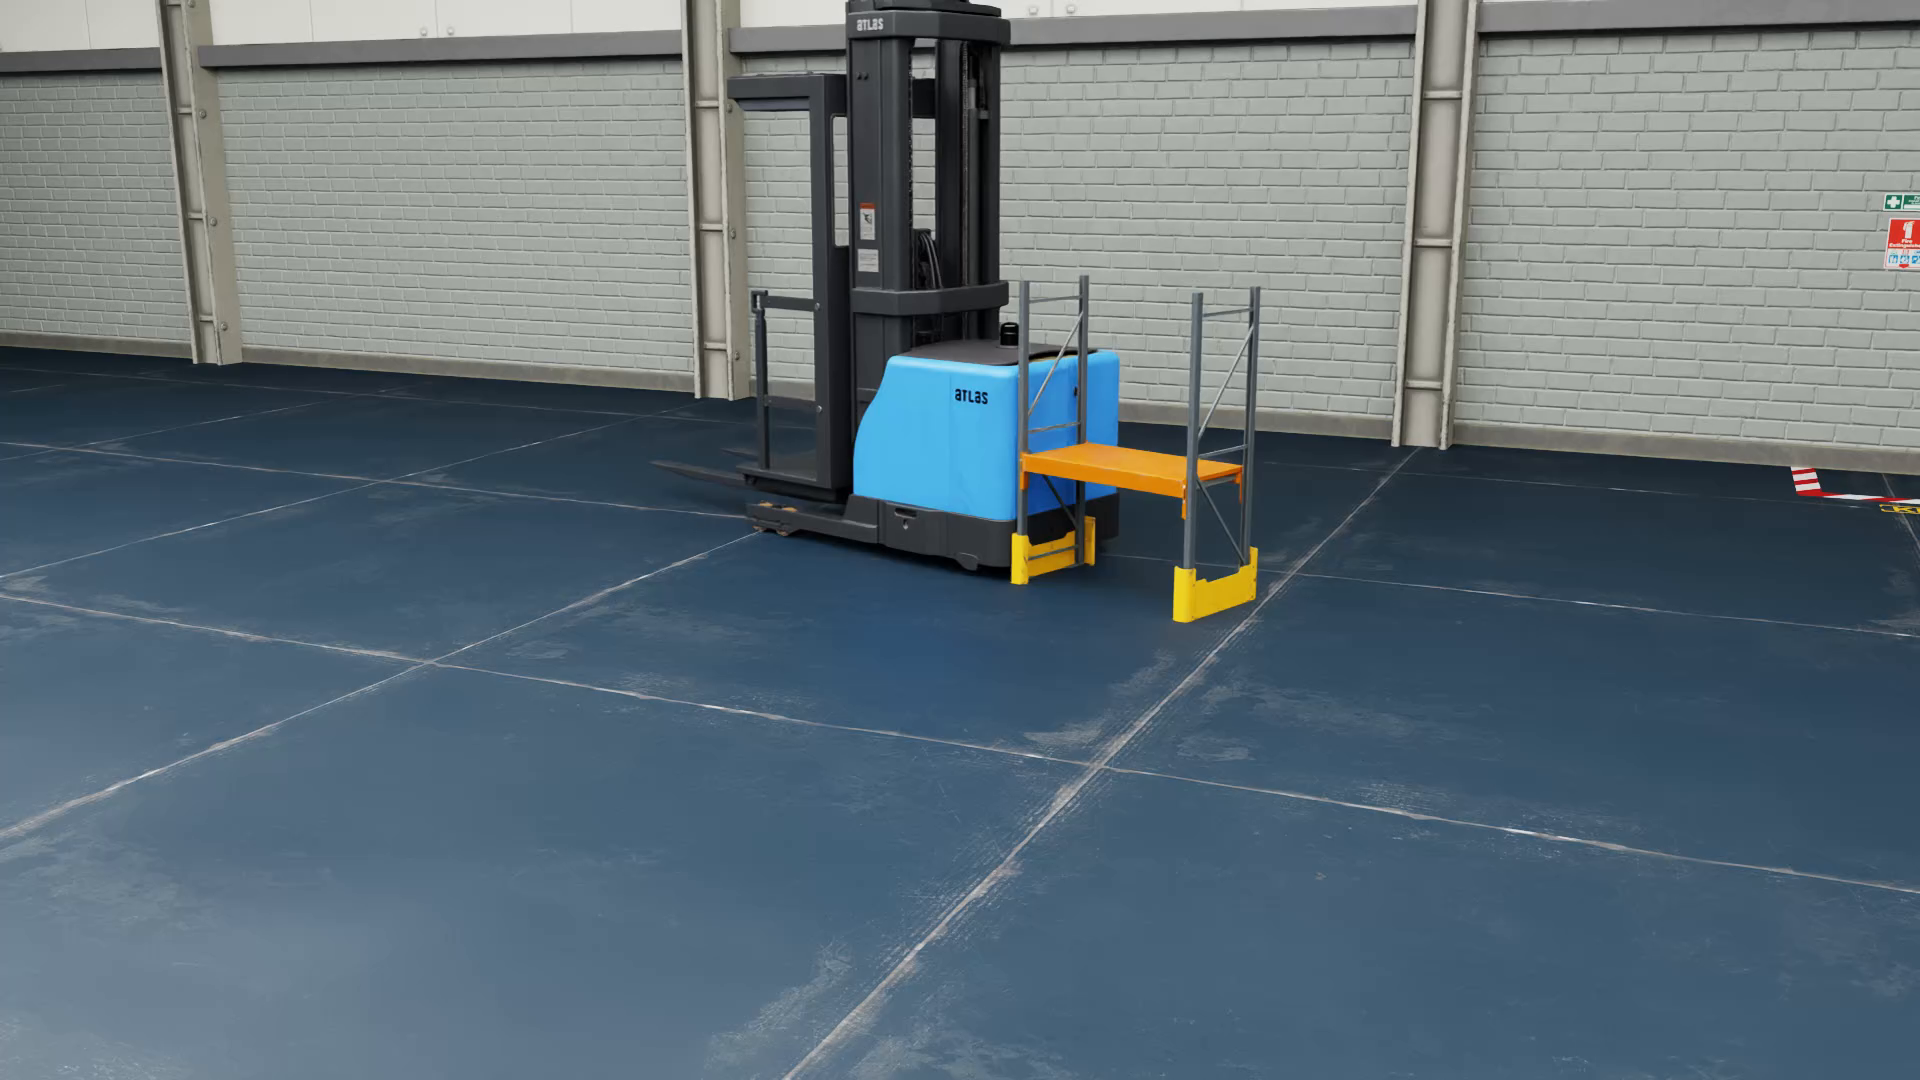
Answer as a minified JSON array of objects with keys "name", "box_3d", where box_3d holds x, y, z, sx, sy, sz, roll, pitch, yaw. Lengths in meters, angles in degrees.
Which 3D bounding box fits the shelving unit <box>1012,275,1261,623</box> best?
[{"name":"shelving unit","box_3d":[0.844,-0.481,8.021,1.083,1.500,0.587,12,18,42]}]

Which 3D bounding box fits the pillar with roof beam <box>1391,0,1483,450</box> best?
[{"name":"pillar with roof beam","box_3d":[1.660,-4.185,7.392,0.400,9.000,9.100,6,14,23]}]

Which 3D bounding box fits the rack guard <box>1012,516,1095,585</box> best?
[{"name":"rack guard","box_3d":[0.482,0.050,8.496,0.087,0.250,0.587,12,18,42]}]

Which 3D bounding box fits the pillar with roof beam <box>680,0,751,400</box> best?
[{"name":"pillar with roof beam","box_3d":[-3.826,-4.740,9.758,0.400,9.000,9.100,6,14,23]}]

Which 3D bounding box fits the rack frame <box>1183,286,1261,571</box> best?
[{"name":"rack frame","box_3d":[1.208,-0.403,7.688,0.032,1.500,0.500,12,18,42]}]

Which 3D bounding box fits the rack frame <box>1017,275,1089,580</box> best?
[{"name":"rack frame","box_3d":[0.468,-0.562,8.366,0.032,1.500,0.500,12,18,42]}]

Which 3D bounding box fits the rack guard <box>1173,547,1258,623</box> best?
[{"name":"rack guard","box_3d":[1.207,0.206,7.831,0.087,0.250,0.587,12,18,42]}]

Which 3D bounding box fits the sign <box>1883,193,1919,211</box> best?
[{"name":"sign","box_3d":[6.183,-2.191,10.788,0.331,0.109,0.001,6,14,23]}]

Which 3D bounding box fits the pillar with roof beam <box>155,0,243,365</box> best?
[{"name":"pillar with roof beam","box_3d":[-9.311,-5.296,12.124,0.400,9.000,9.100,6,14,23]}]

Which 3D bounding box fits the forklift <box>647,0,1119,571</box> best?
[{"name":"forklift","box_3d":[-0.582,-1.526,9.342,3.031,2.935,1.130,11,17,39]}]

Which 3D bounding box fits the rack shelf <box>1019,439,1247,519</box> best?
[{"name":"rack shelf","box_3d":[0.838,-0.307,8.068,1.000,0.185,0.538,12,18,42]}]

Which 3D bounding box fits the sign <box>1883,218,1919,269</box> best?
[{"name":"sign","box_3d":[6.182,-1.935,10.858,0.234,0.329,0.001,6,14,23]}]
